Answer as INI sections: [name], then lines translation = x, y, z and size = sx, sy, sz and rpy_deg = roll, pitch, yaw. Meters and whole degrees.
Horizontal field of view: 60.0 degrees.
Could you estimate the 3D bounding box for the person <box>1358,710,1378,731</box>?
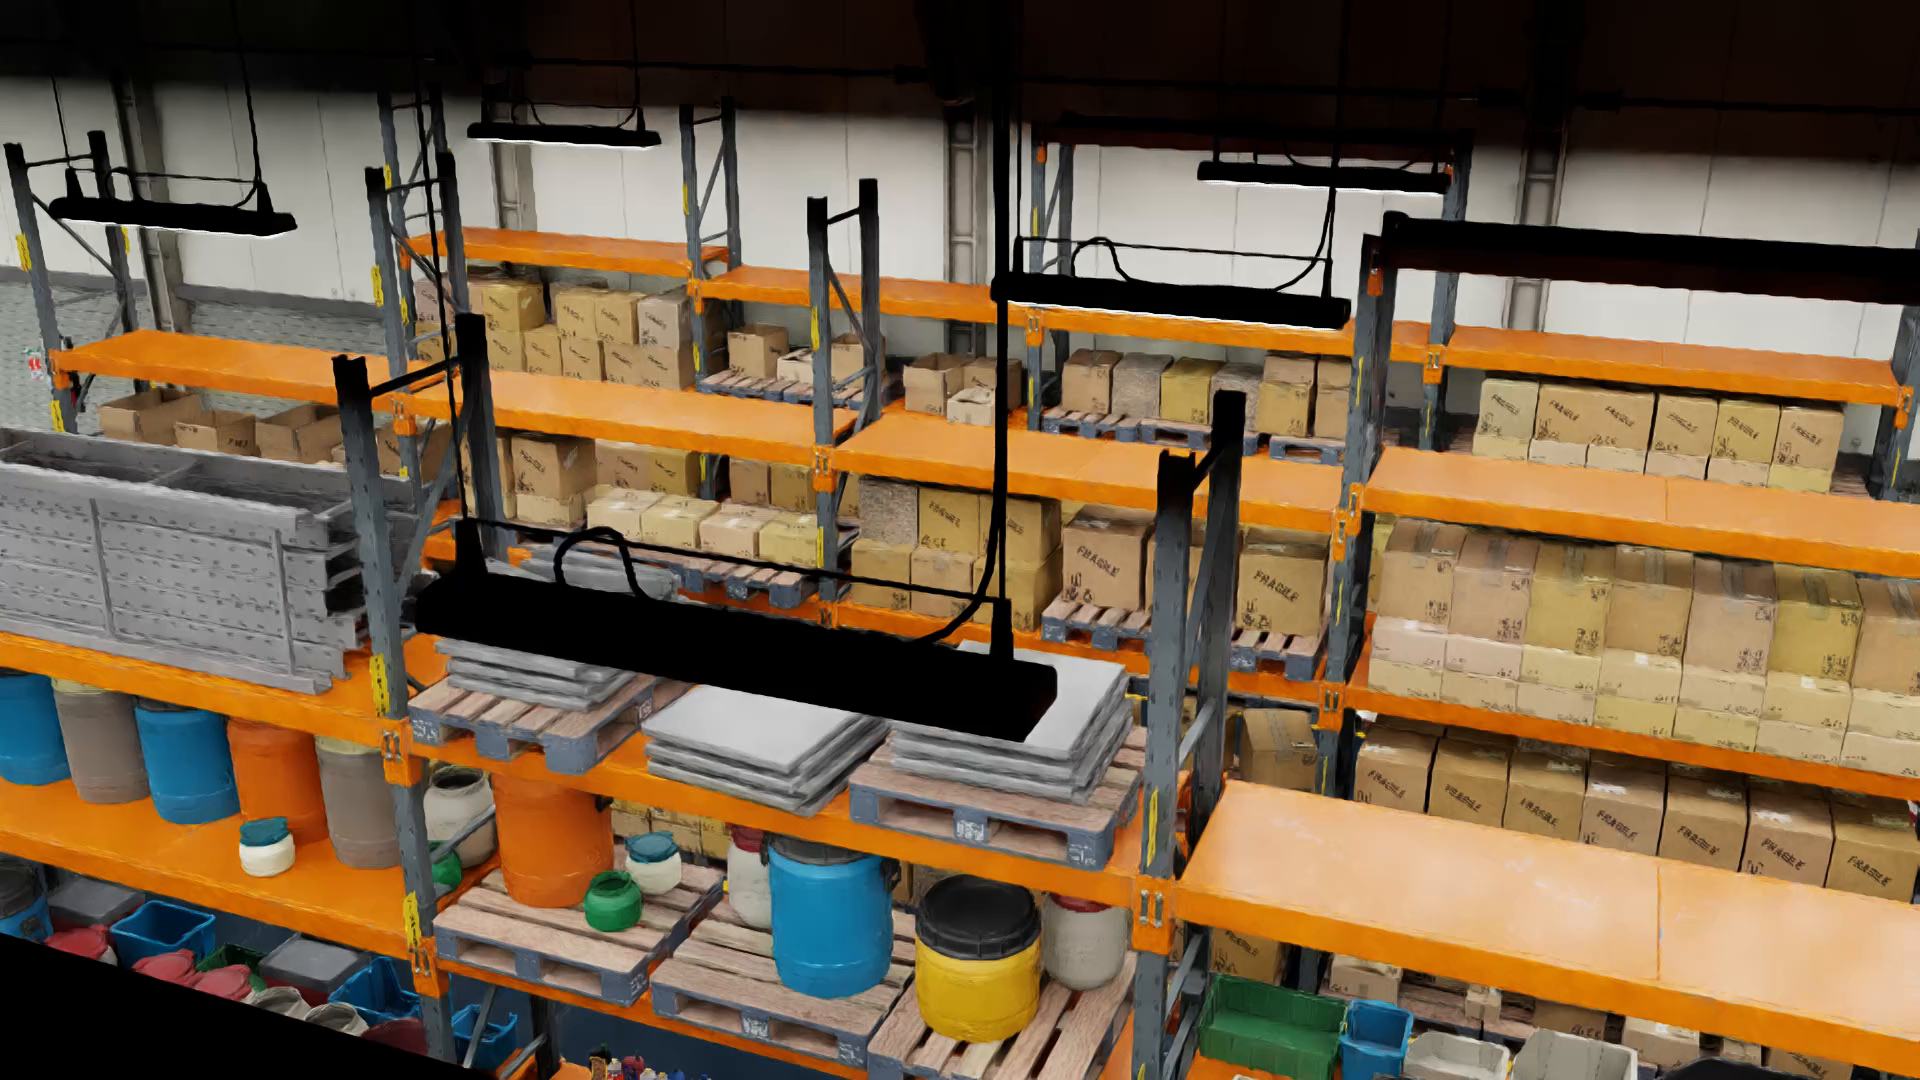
[person]
translation = 3.639, 2.185, 14.256
size = 0.574, 1.725, 0.677
rpy_deg = 7, 22, 18
